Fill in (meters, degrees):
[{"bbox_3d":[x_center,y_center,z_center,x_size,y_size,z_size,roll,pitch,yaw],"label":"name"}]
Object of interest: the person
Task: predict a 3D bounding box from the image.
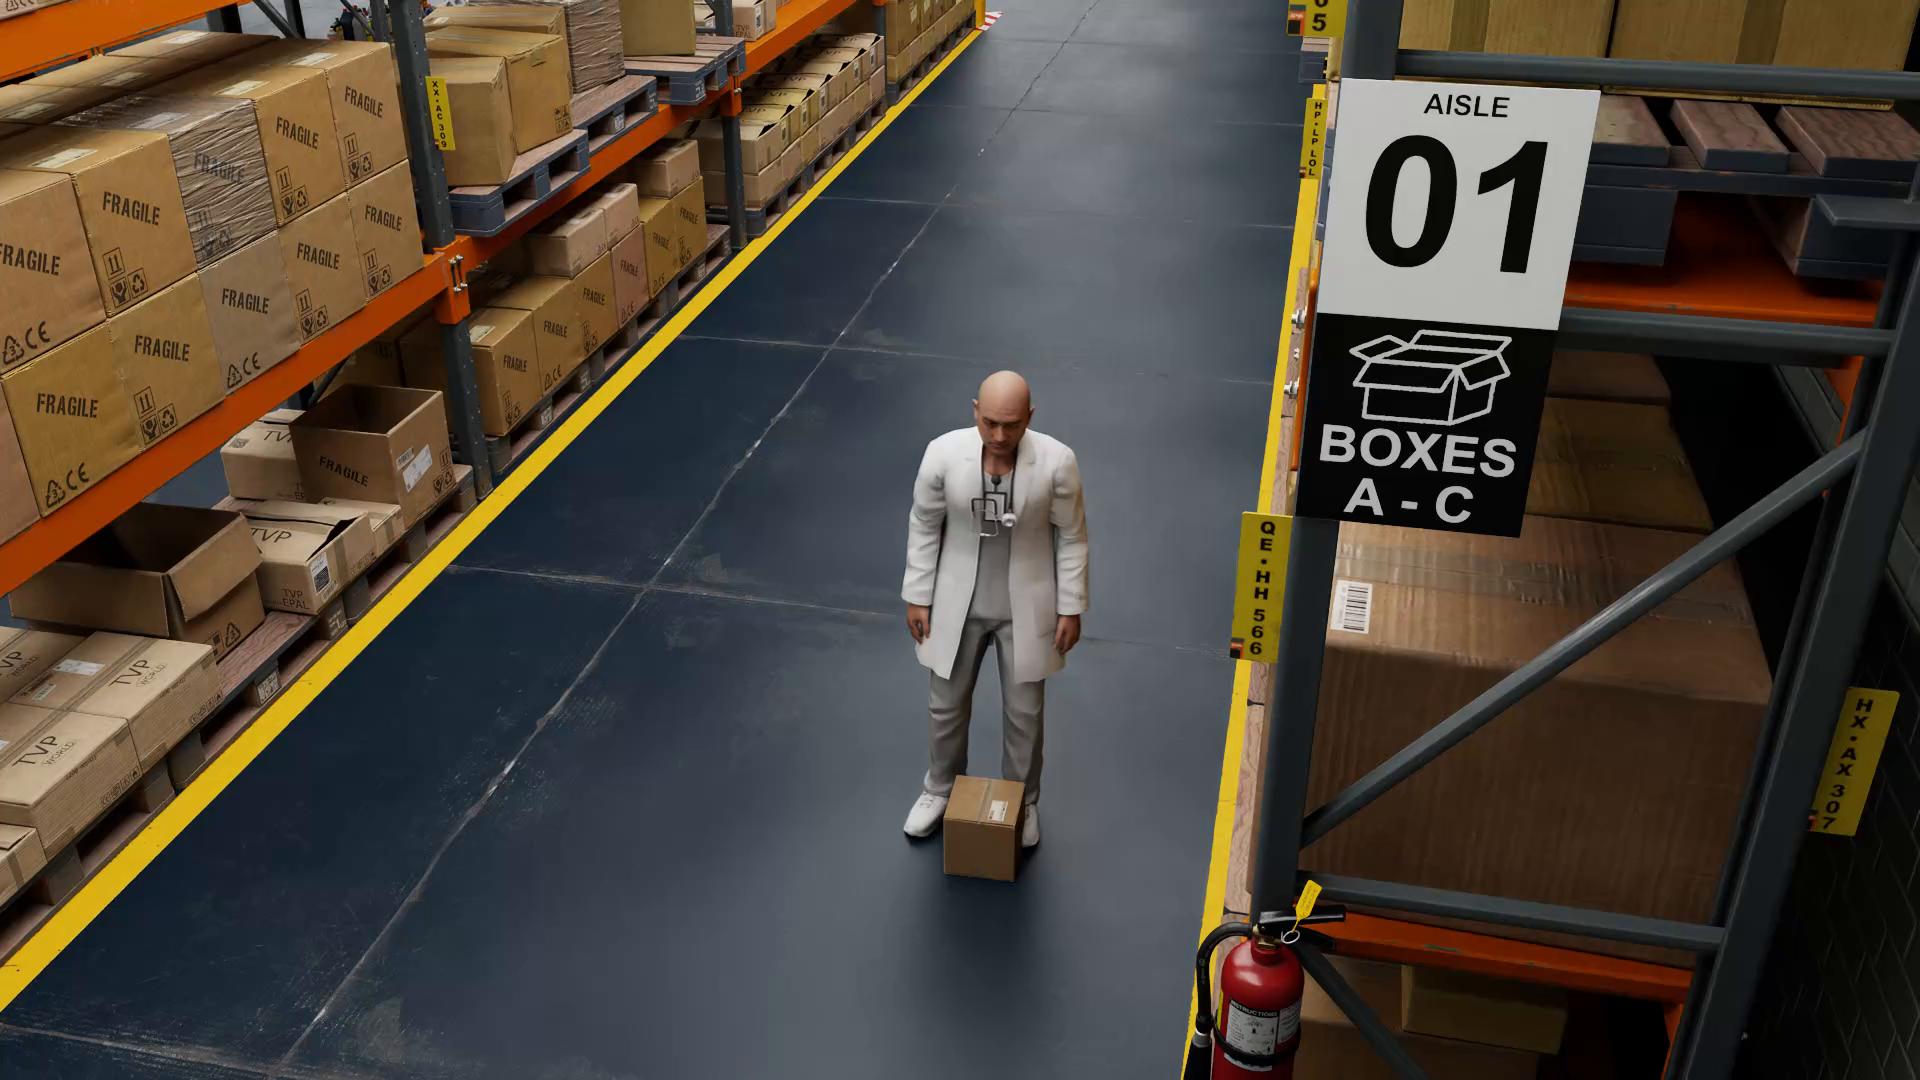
[{"bbox_3d":[0.120,0.233,5.710,0.647,1.772,0.433,4,29,6],"label":"person"}]
